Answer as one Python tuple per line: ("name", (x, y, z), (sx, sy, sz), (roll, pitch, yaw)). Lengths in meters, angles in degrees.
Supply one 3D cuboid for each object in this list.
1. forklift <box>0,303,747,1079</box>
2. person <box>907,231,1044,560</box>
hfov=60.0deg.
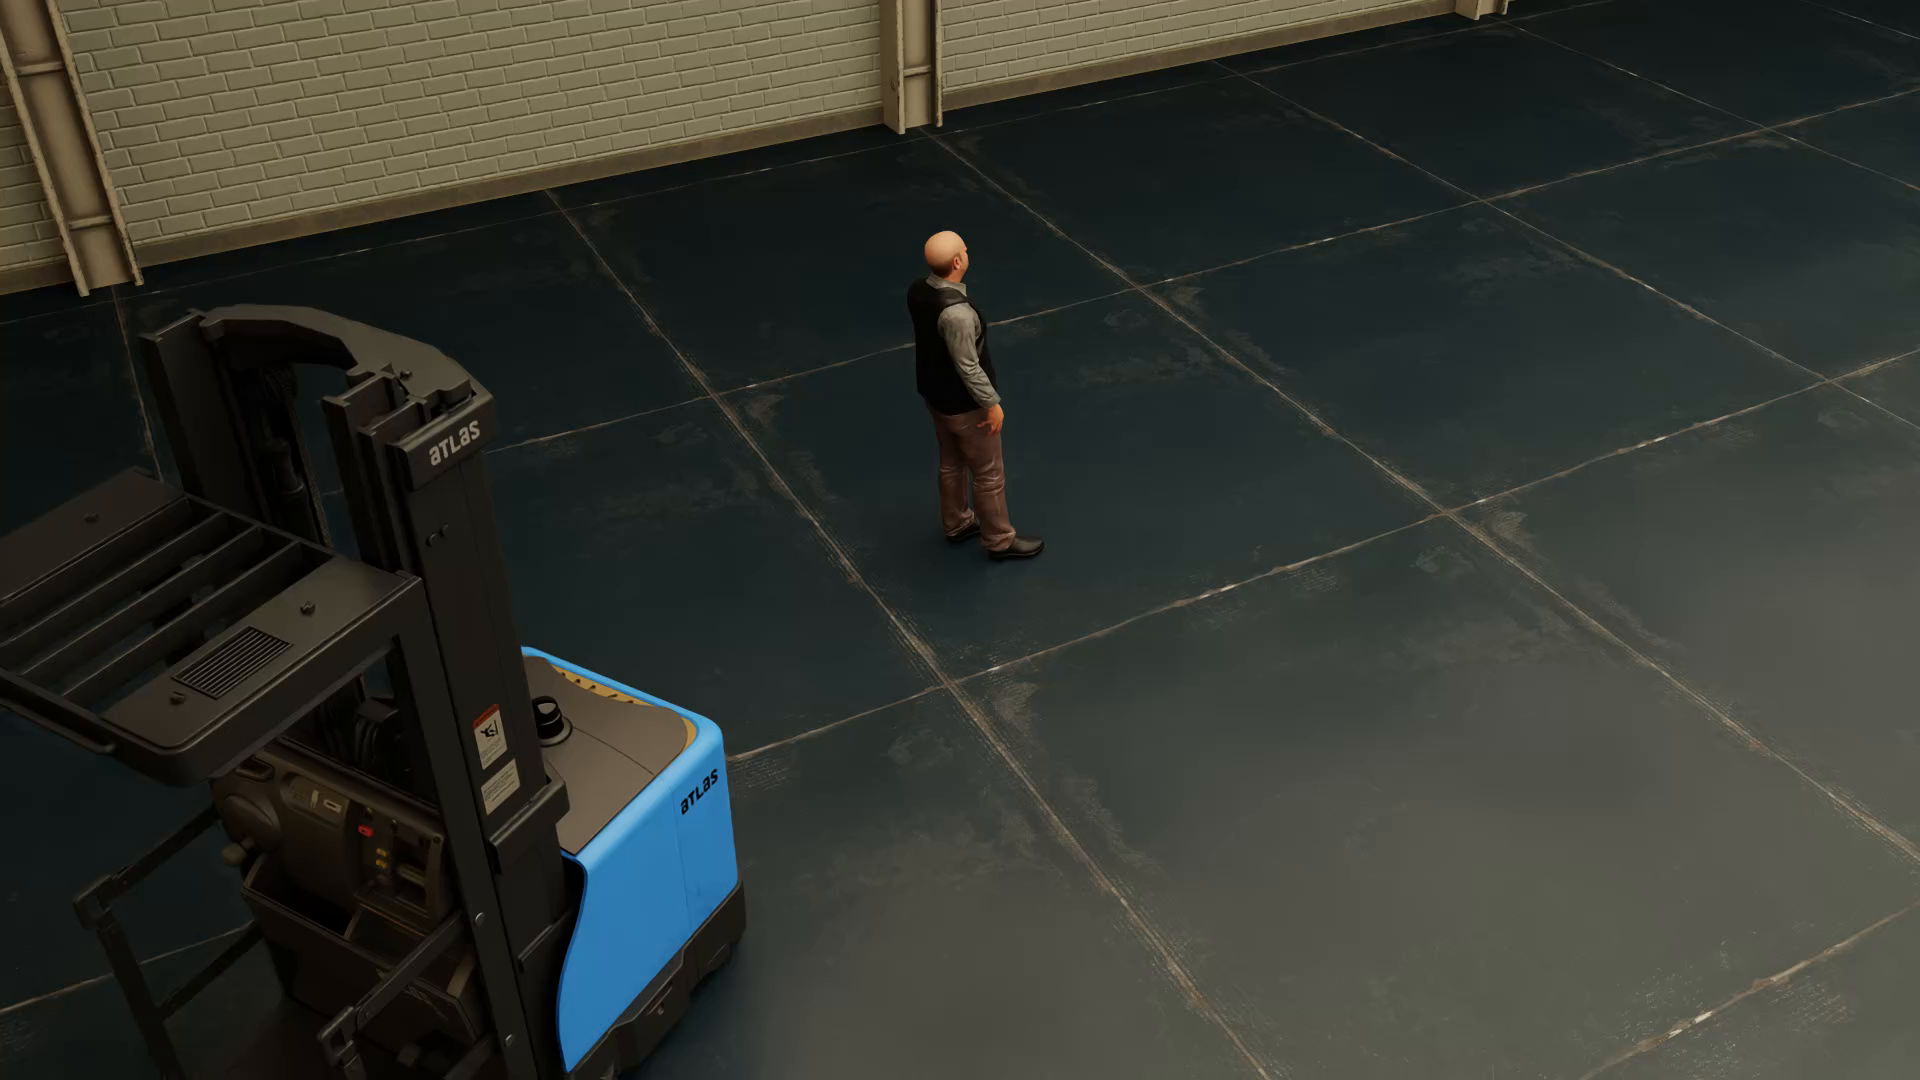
("forklift", (-1.986, 0.935, 4.800), (1.130, 2.935, 3.031), (18, 39, 24))
("person", (0.059, -0.722, 8.180), (0.566, 1.722, 0.633), (-17, 39, -23))
